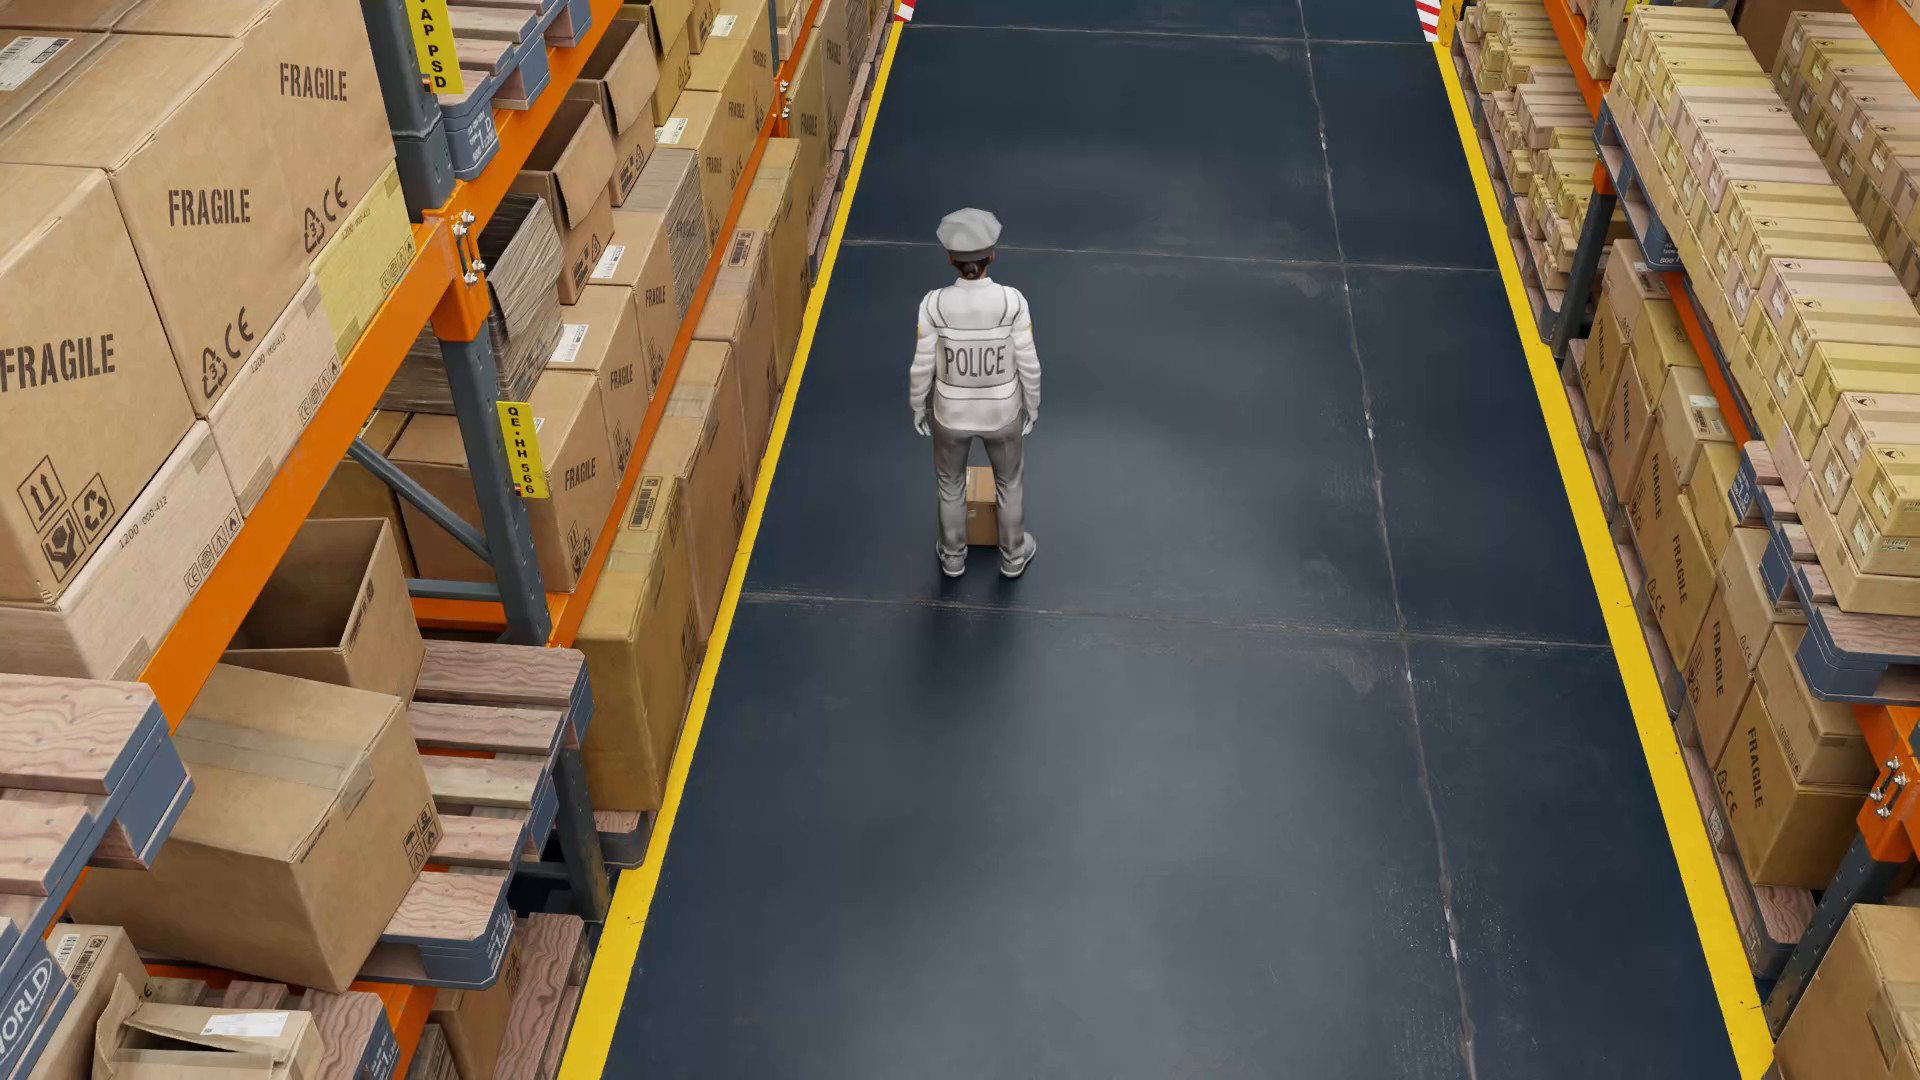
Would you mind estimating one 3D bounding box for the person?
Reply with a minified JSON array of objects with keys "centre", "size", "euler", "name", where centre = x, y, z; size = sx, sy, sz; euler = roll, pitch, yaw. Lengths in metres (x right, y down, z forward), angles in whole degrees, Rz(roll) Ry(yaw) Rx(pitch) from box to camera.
[{"centre":[0.065,-0.533,6.783],"size":[0.541,1.662,0.374],"euler":[0,40,0],"name":"person"}]
